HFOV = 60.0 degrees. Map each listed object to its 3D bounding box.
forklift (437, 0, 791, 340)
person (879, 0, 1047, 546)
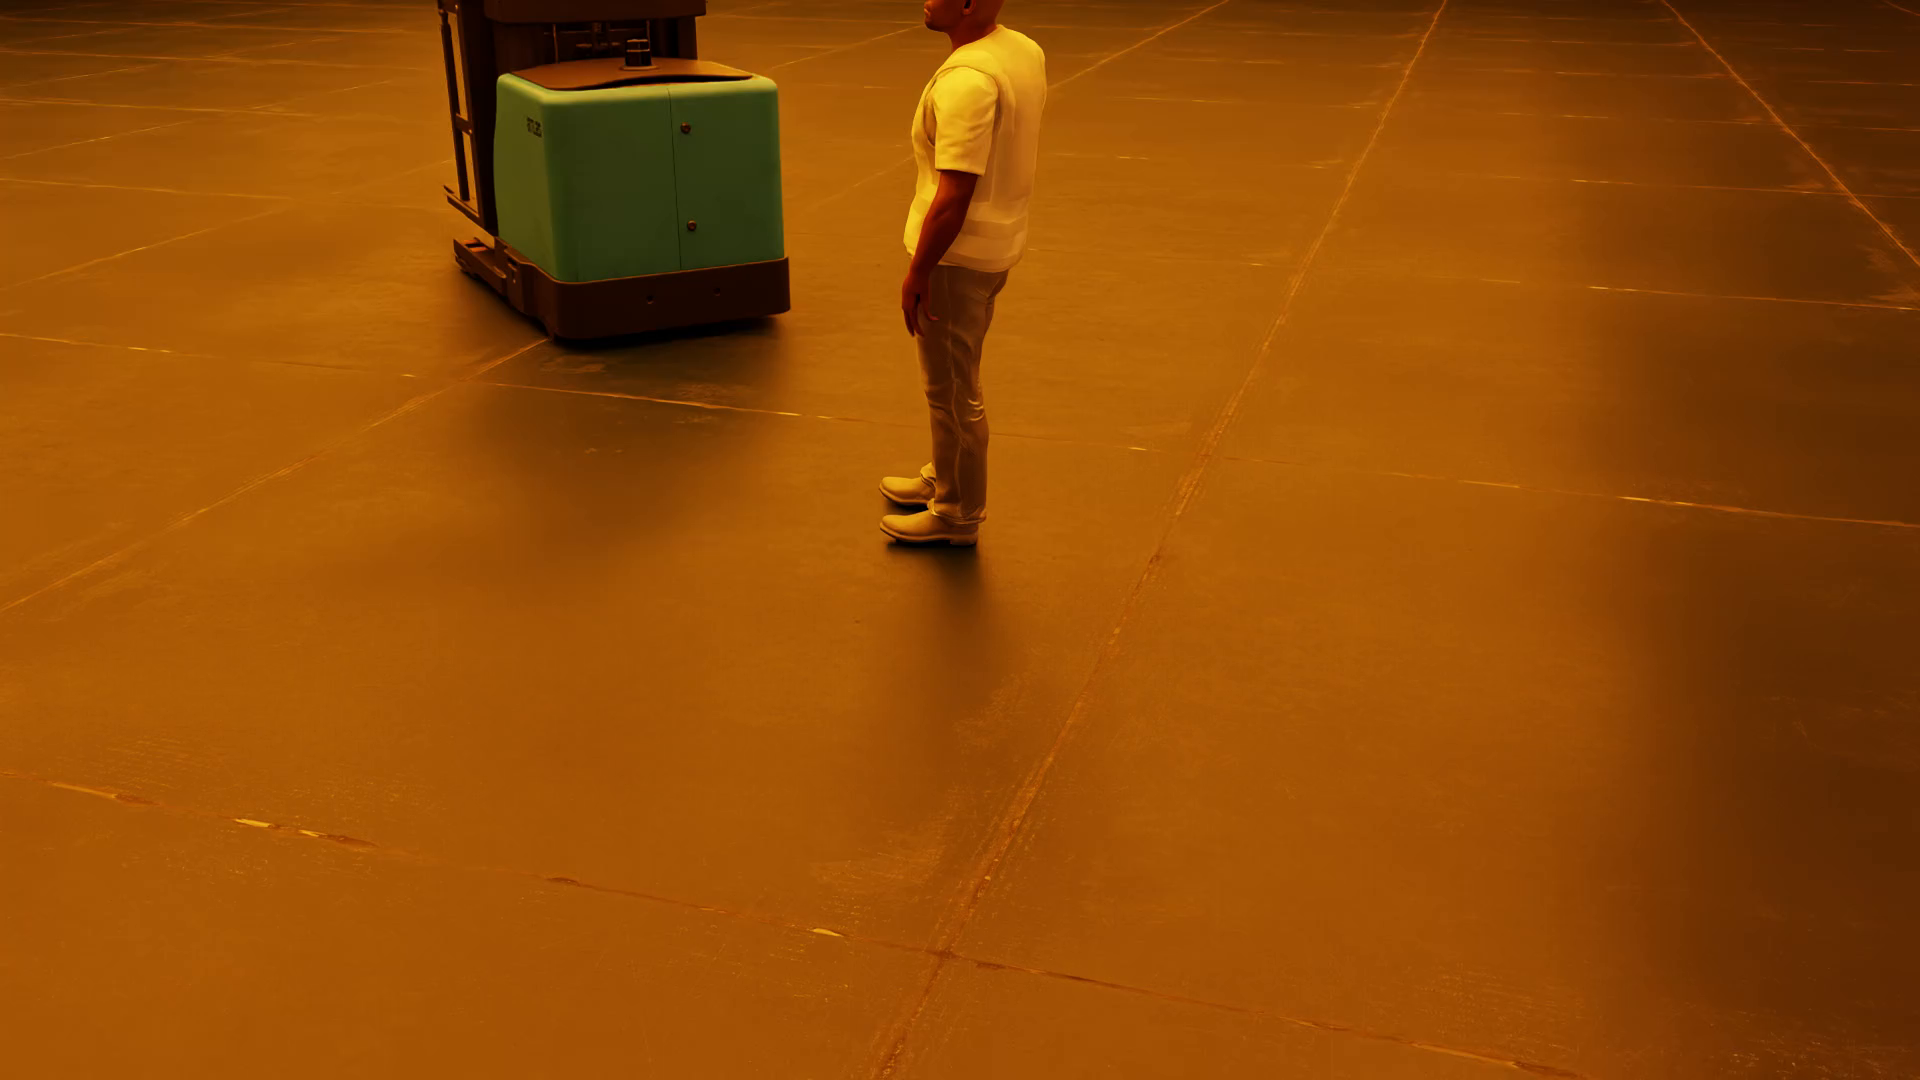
[{"bbox_3d":[-1.901,-2.716,7.858,1.130,2.935,3.031,-12,25,-26],"label":"forklift"},{"bbox_3d":[-0.065,-0.833,4.805,0.575,1.768,0.665,7,23,16],"label":"person"}]
